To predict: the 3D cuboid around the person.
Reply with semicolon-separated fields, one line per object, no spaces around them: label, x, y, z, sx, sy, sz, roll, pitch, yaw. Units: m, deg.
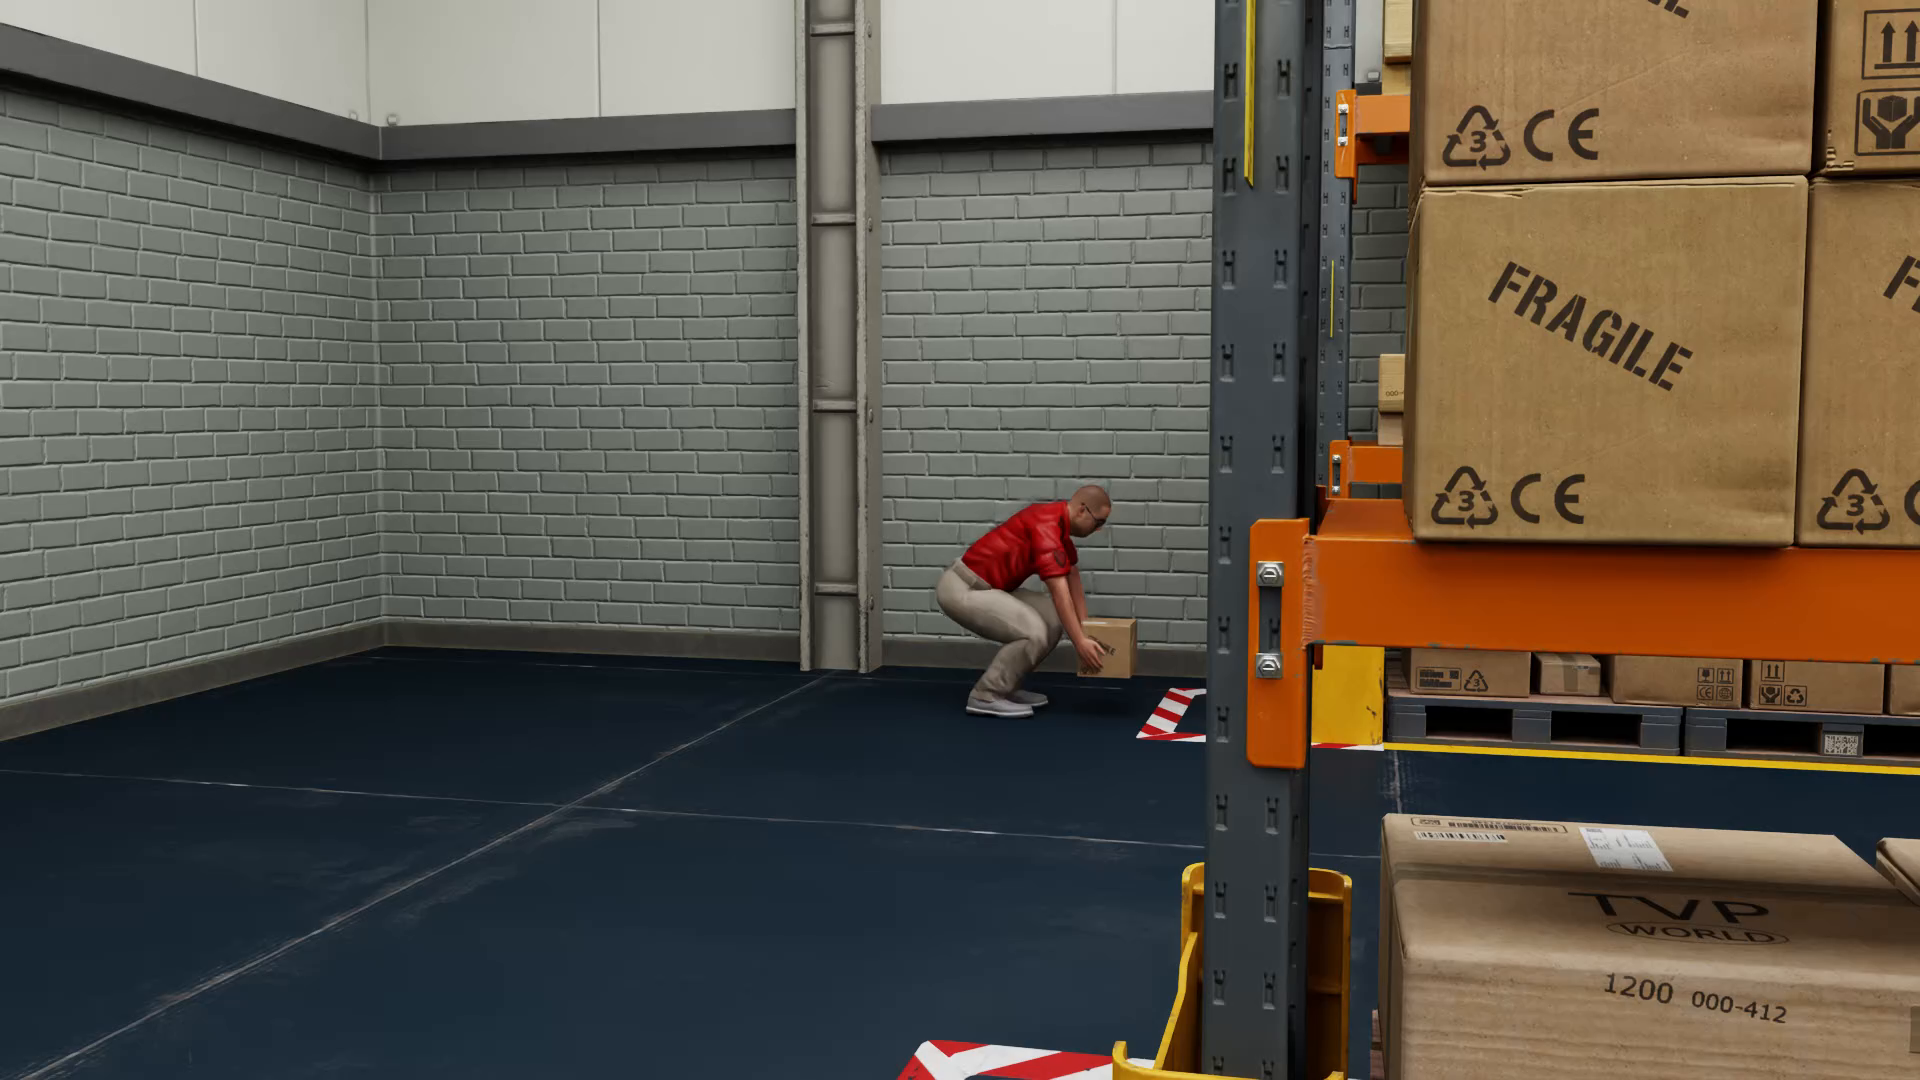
person;0.321;0.280;8.040;0.835;1.106;0.576;1;5;13
